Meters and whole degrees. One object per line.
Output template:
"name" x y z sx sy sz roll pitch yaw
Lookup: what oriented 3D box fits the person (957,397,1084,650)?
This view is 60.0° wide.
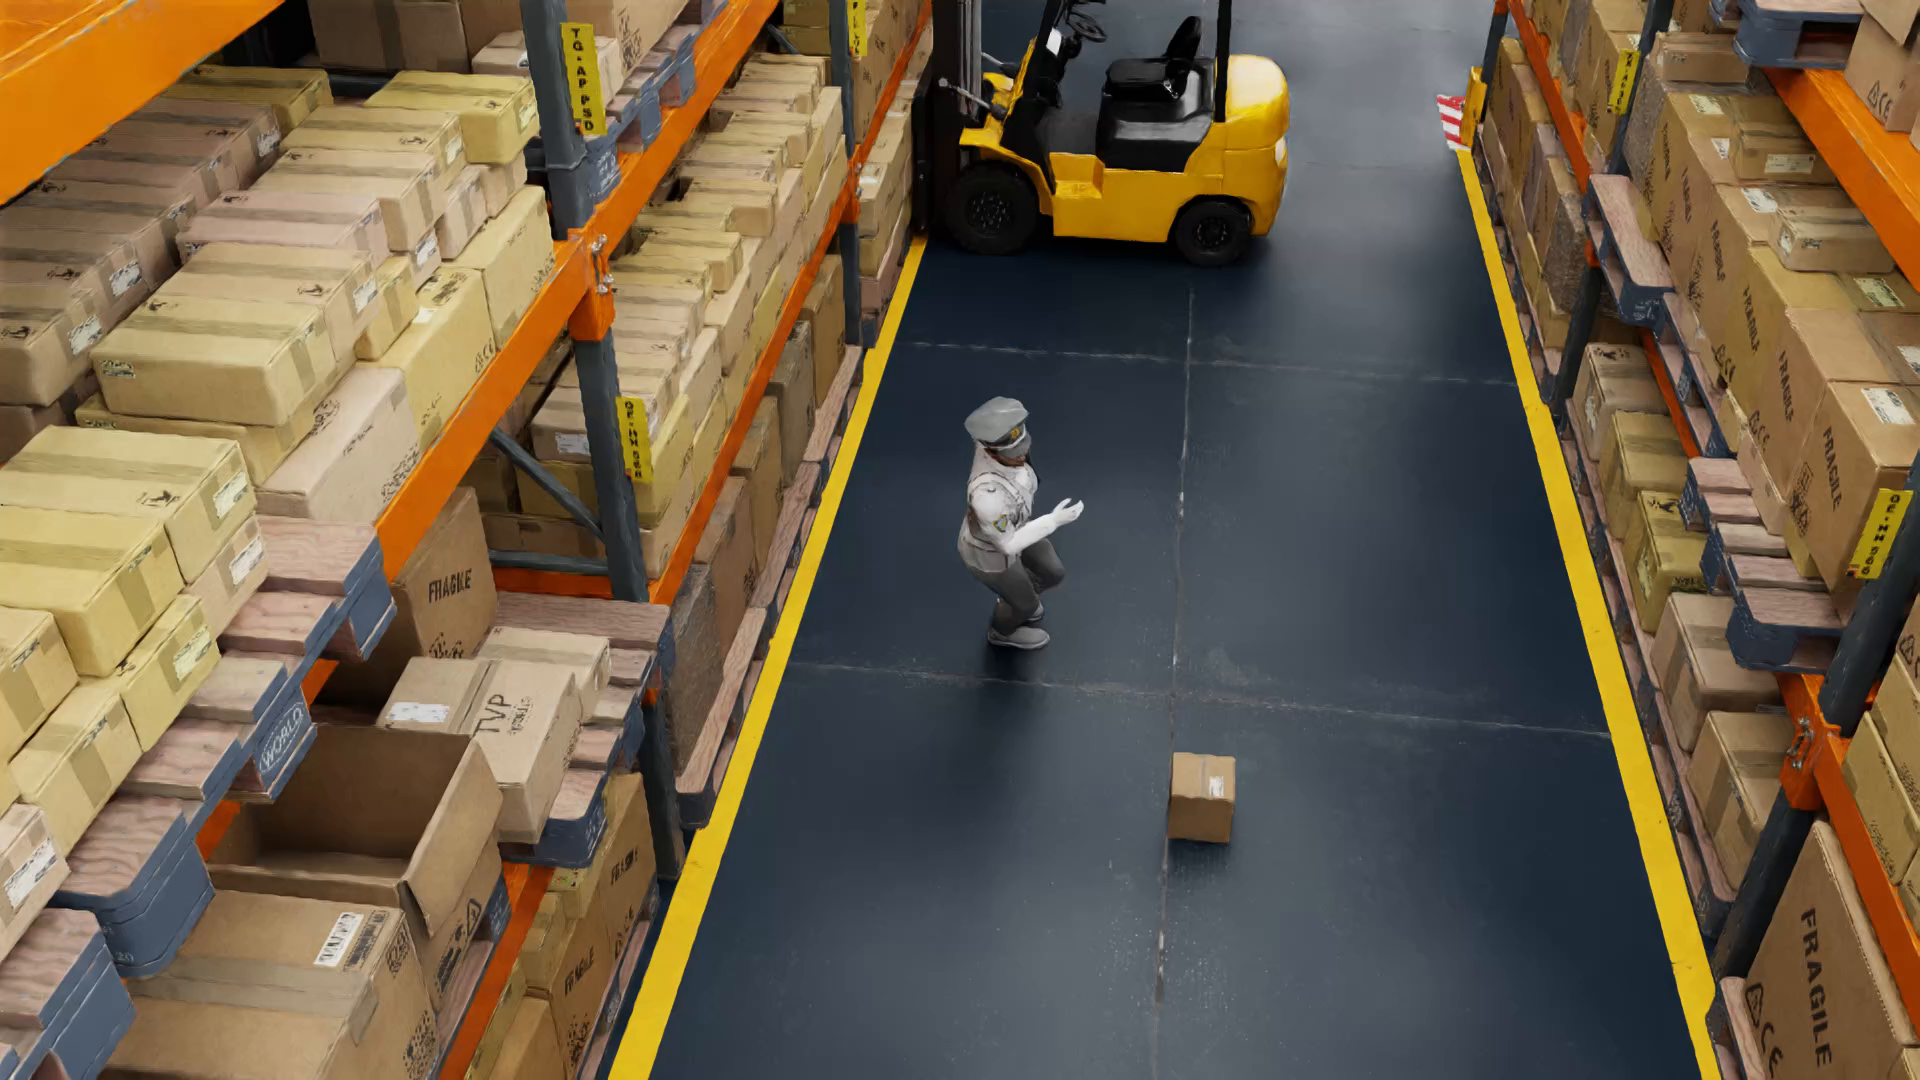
"person" 0.277 -0.042 7.175 0.525 1.557 0.859 7 37 9
